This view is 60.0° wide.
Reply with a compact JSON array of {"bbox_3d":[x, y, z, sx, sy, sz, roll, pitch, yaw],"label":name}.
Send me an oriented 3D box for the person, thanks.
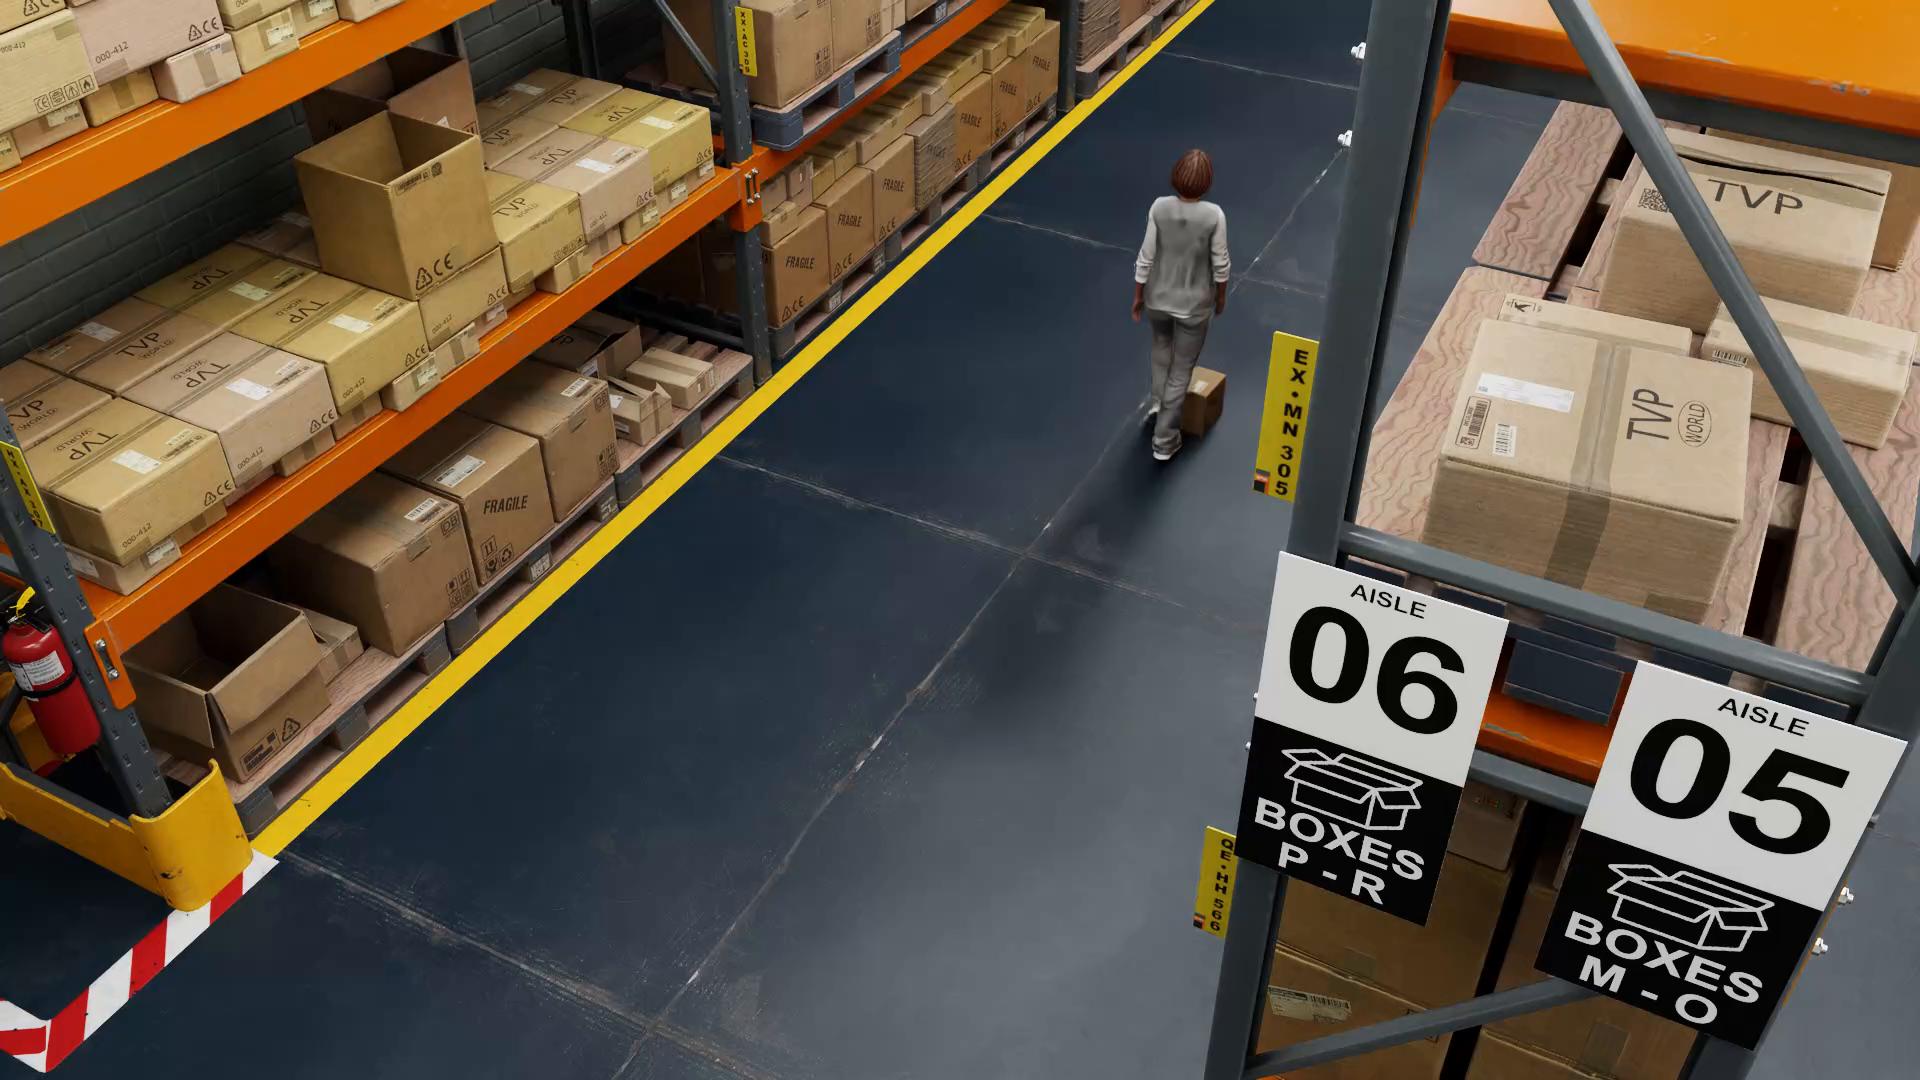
[{"bbox_3d":[1.094,-1.163,8.230,0.442,1.633,0.645,14,41,17],"label":"person"}]
